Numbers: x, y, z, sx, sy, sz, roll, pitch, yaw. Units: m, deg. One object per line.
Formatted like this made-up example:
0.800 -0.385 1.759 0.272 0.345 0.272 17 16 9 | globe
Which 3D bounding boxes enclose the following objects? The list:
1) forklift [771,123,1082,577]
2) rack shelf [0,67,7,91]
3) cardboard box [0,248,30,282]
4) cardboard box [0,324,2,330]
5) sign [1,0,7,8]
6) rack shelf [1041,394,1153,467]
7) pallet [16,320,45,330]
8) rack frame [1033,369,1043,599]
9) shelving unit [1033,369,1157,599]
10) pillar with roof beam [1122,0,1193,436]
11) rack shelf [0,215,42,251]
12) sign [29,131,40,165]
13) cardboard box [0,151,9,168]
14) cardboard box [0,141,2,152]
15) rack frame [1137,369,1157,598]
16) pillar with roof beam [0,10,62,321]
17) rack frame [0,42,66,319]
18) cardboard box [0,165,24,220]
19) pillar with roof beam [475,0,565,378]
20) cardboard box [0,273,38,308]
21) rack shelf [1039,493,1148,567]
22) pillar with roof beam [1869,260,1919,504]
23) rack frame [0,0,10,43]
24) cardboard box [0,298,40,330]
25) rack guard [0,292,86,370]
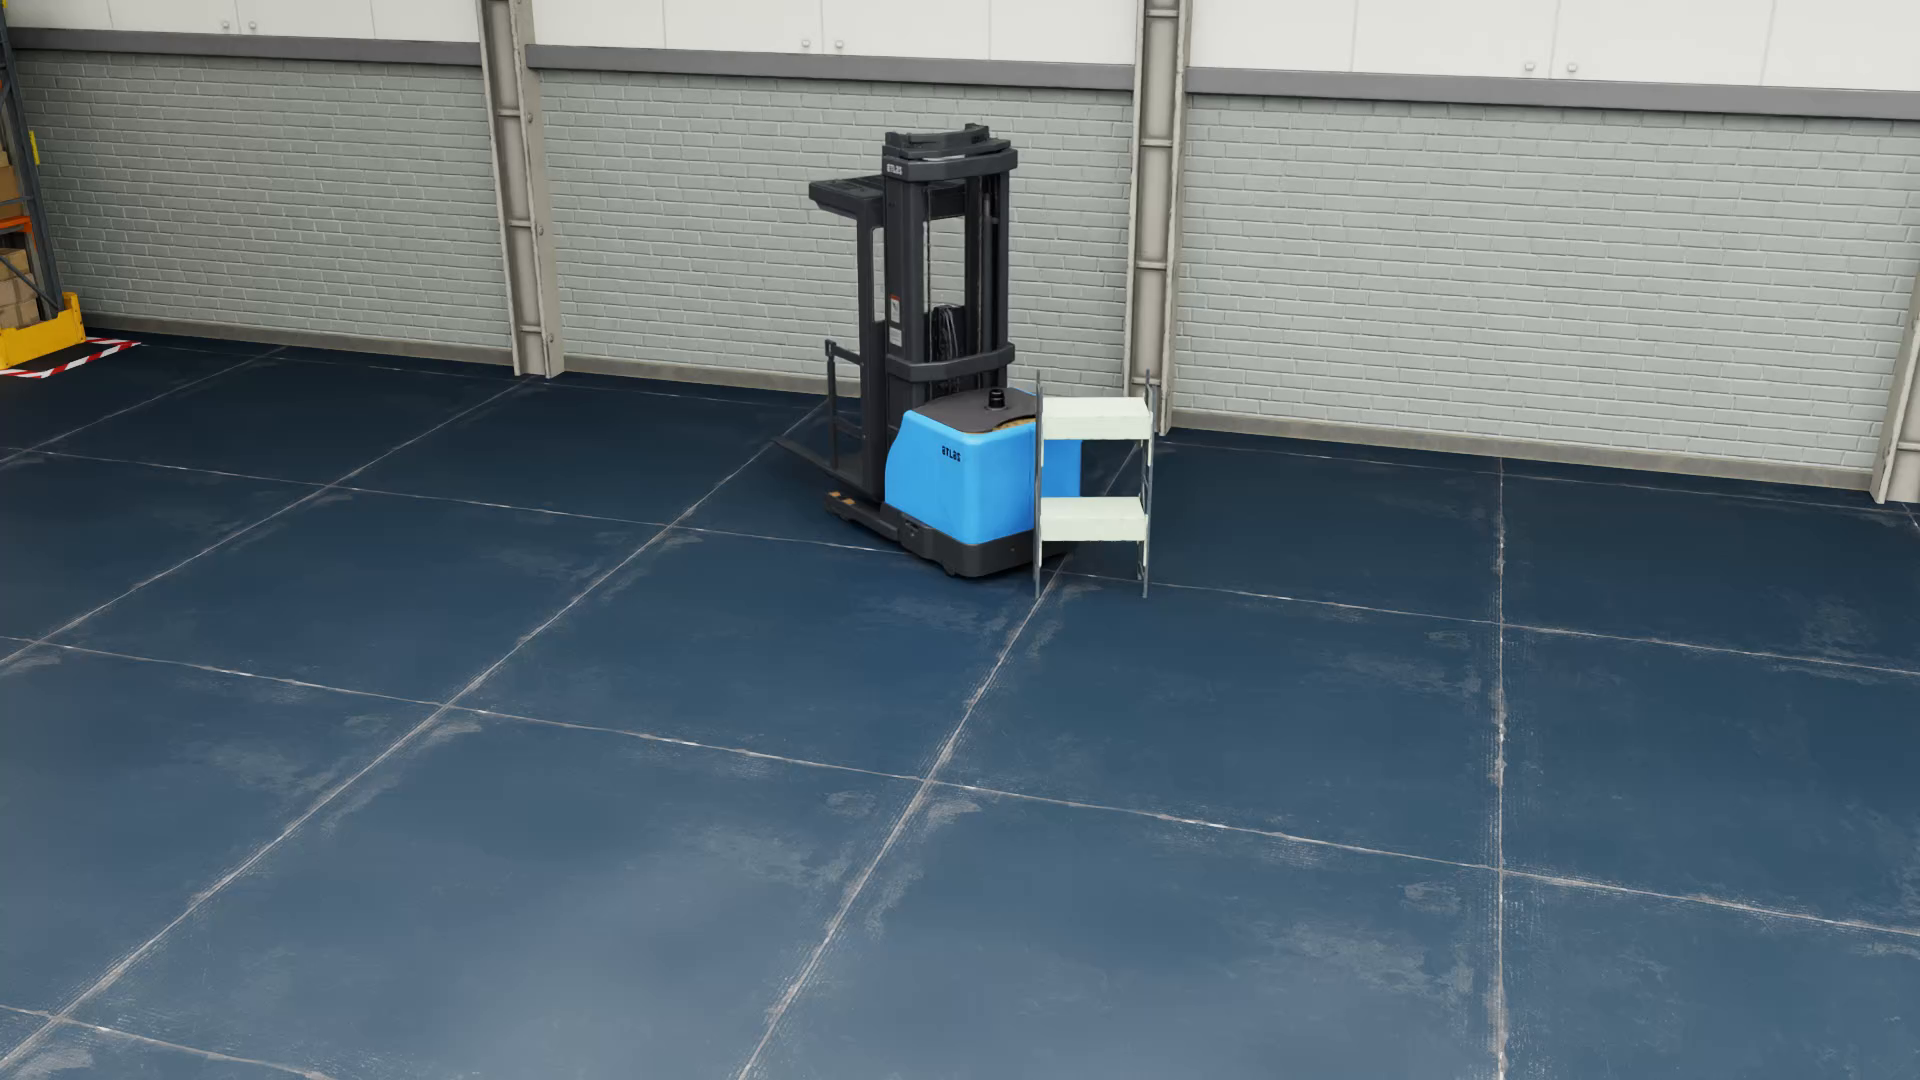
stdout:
-0.399 -1.599 12.306 1.130 2.935 3.031 -15 27 -33 | forklift
-11.357 -4.555 16.418 4.000 0.370 1.077 7 23 16 | rack shelf
-9.847 -2.787 16.865 0.500 0.250 0.500 6 23 15 | cardboard box
-9.983 -2.140 16.604 0.500 0.250 0.500 7 23 16 | cardboard box
-9.276 -5.311 16.056 0.005 0.325 0.100 7 23 16 | sign
0.890 -0.734 11.054 0.720 0.370 0.431 0 22 -1 | rack shelf
-10.186 -2.060 17.013 1.213 0.211 1.003 7 23 16 | pallet
0.524 -0.371 11.197 0.023 1.500 0.400 0 22 -1 | rack frame
0.890 -0.372 11.202 0.755 1.500 0.431 0 22 -1 | shelving unit
0.397 -3.581 9.142 0.400 9.000 9.100 7 23 16 | pillar with roof beam
-11.357 -3.168 16.988 4.000 0.370 1.077 7 23 16 | rack shelf
-9.276 -3.919 16.627 0.005 0.325 0.100 7 23 16 | sign
-9.692 -3.759 16.495 0.250 0.149 0.380 6 23 14 | cardboard box
-9.702 -3.880 16.397 0.250 0.149 0.380 6 23 14 | cardboard box
1.256 -0.374 11.206 0.023 1.500 0.400 0 22 -1 | rack frame
-11.092 -4.896 12.349 0.400 9.000 9.100 7 23 16 | pillar with roof beam
-9.442 -3.281 16.317 0.127 3.000 1.000 7 23 16 | rack frame
-9.836 -3.483 16.676 0.500 0.500 0.500 7 23 17 | cardboard box
-5.347 -4.239 10.746 0.400 9.000 9.100 7 23 16 | pillar with roof beam
-9.832 -2.562 16.973 0.500 0.250 0.500 7 23 16 | cardboard box
0.890 -0.071 11.326 0.720 0.370 0.431 0 22 -1 | rack shelf
6.141 -2.923 7.539 0.400 9.000 9.100 7 23 16 | pillar with roof beam
-9.442 -6.057 15.178 0.127 3.000 1.000 7 23 16 | rack frame
-9.855 -2.328 17.063 0.500 0.250 0.500 7 23 16 | cardboard box
-9.419 -2.122 16.785 0.348 0.500 1.175 7 23 16 | rack guard
